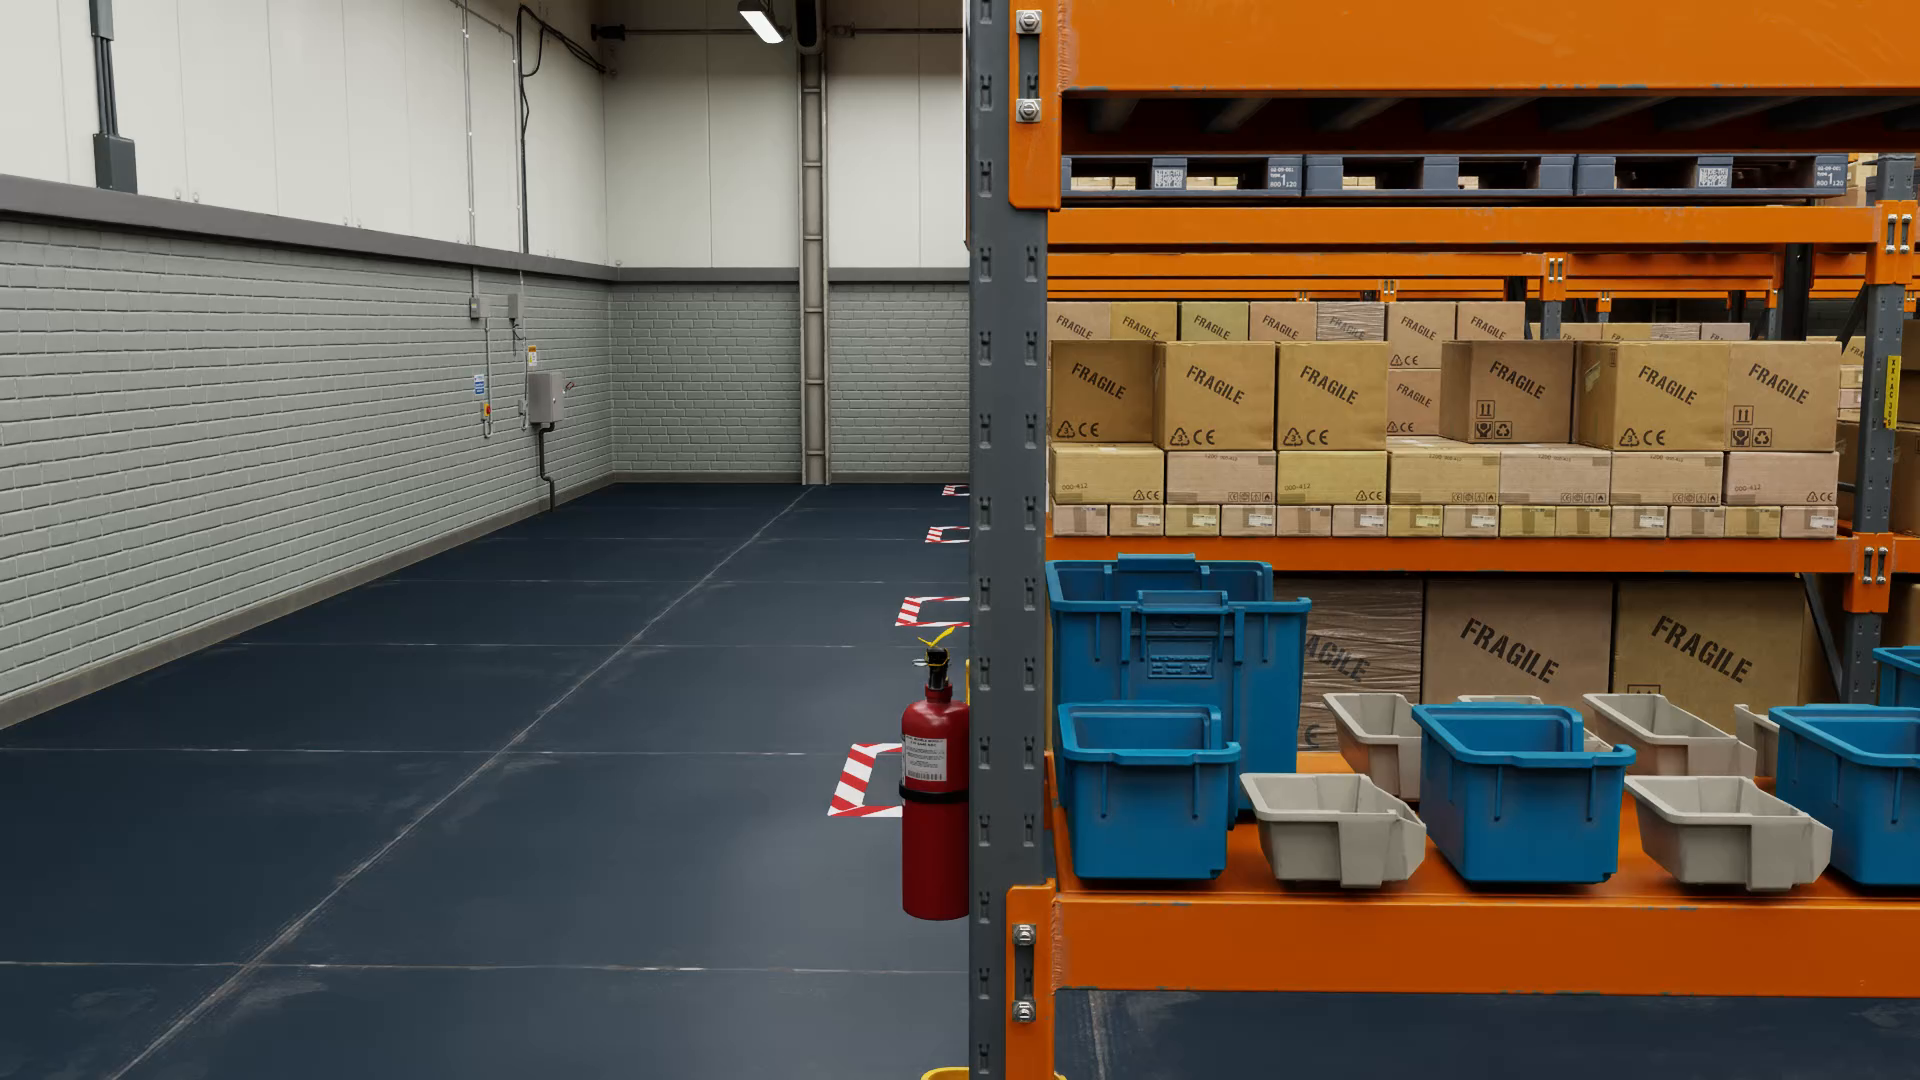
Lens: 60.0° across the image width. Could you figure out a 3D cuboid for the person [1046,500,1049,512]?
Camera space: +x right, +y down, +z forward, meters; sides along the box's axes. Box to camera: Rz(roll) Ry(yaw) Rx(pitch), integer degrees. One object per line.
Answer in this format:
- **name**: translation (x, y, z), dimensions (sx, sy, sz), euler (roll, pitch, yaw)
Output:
- **person**: translation (0.749, 0.121, 11.710), dimensions (0.737, 1.322, 0.534), euler (-1, 7, -8)
